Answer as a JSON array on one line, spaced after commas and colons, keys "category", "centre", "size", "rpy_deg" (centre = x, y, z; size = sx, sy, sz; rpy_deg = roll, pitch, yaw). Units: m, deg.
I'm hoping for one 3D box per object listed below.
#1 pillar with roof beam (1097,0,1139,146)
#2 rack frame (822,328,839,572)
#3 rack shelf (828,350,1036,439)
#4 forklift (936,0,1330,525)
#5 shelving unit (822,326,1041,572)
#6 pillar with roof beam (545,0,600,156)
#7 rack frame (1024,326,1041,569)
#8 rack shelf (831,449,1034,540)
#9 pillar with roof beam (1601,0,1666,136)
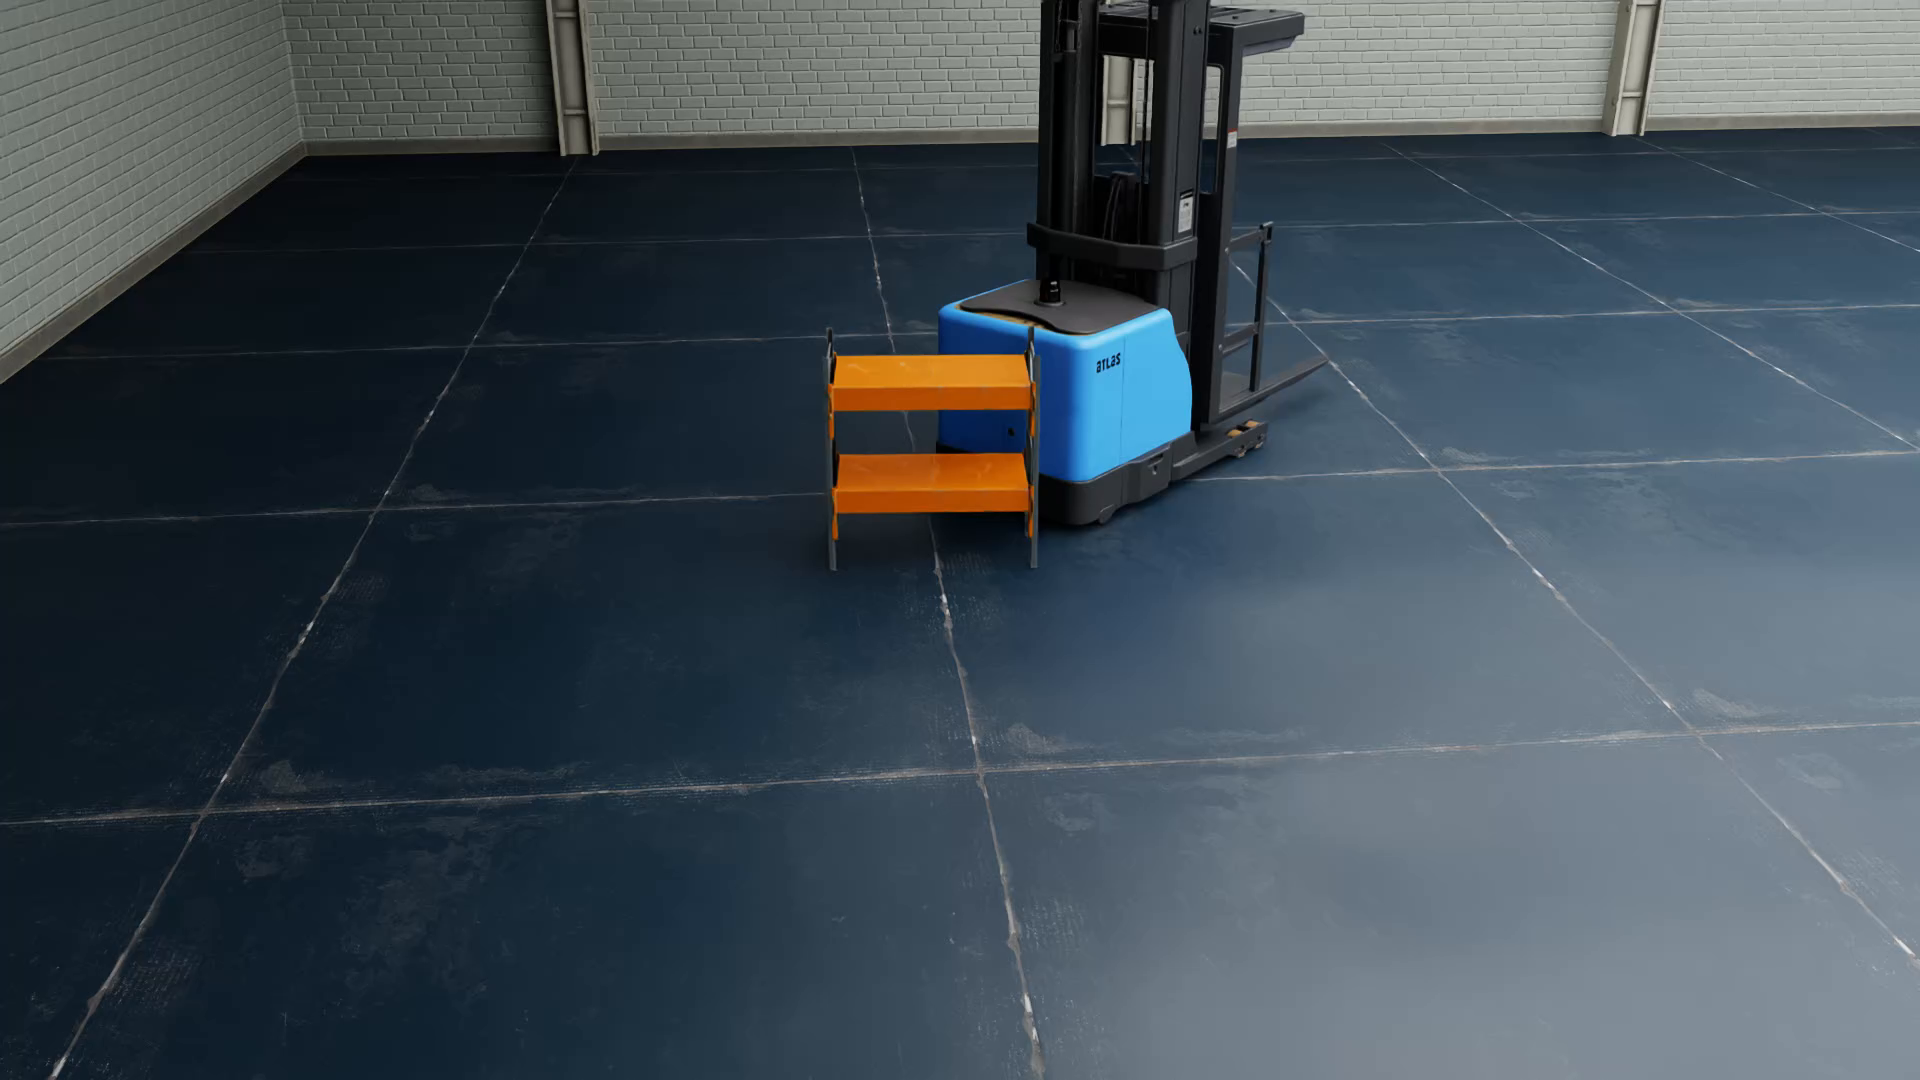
[{"category": "pillar with roof beam", "centre": [2.196, -6.892, 13.176], "size": [0.400, 9.000, 9.100], "rpy_deg": [-2, 24, -5]}, {"category": "rack frame", "centre": [-0.651, -0.456, 8.391], "size": [0.032, 1.125, 0.500], "rpy_deg": [-1, 24, -2]}, {"category": "rack shelf", "centre": [-0.143, -0.730, 8.286], "size": [1.000, 0.278, 0.538], "rpy_deg": [-1, 24, -2]}, {"category": "forklift", "centre": [1.196, -1.942, 9.510], "size": [1.130, 2.935, 3.031], "rpy_deg": [19, 30, 36]}, {"category": "shelving unit", "centre": [-0.143, -0.462, 8.405], "size": [1.048, 1.125, 0.538], "rpy_deg": [-1, 24, -2]}, {"category": "pillar with roof beam", "centre": [-3.775, -6.652, 12.637], "size": [0.400, 9.000, 9.100], "rpy_deg": [-2, 24, -5]}, {"category": "rack frame", "centre": [0.365, -0.468, 8.418], "size": [0.032, 1.125, 0.500], "rpy_deg": [-1, 24, -2]}, {"category": "rack shelf", "centre": [-0.143, -0.239, 8.504], "size": [1.000, 0.278, 0.538], "rpy_deg": [-1, 24, -2]}, {"category": "pillar with roof beam", "centre": [8.167, -7.131, 13.715], "size": [0.400, 9.000, 9.100], "rpy_deg": [-2, 24, -5]}]
